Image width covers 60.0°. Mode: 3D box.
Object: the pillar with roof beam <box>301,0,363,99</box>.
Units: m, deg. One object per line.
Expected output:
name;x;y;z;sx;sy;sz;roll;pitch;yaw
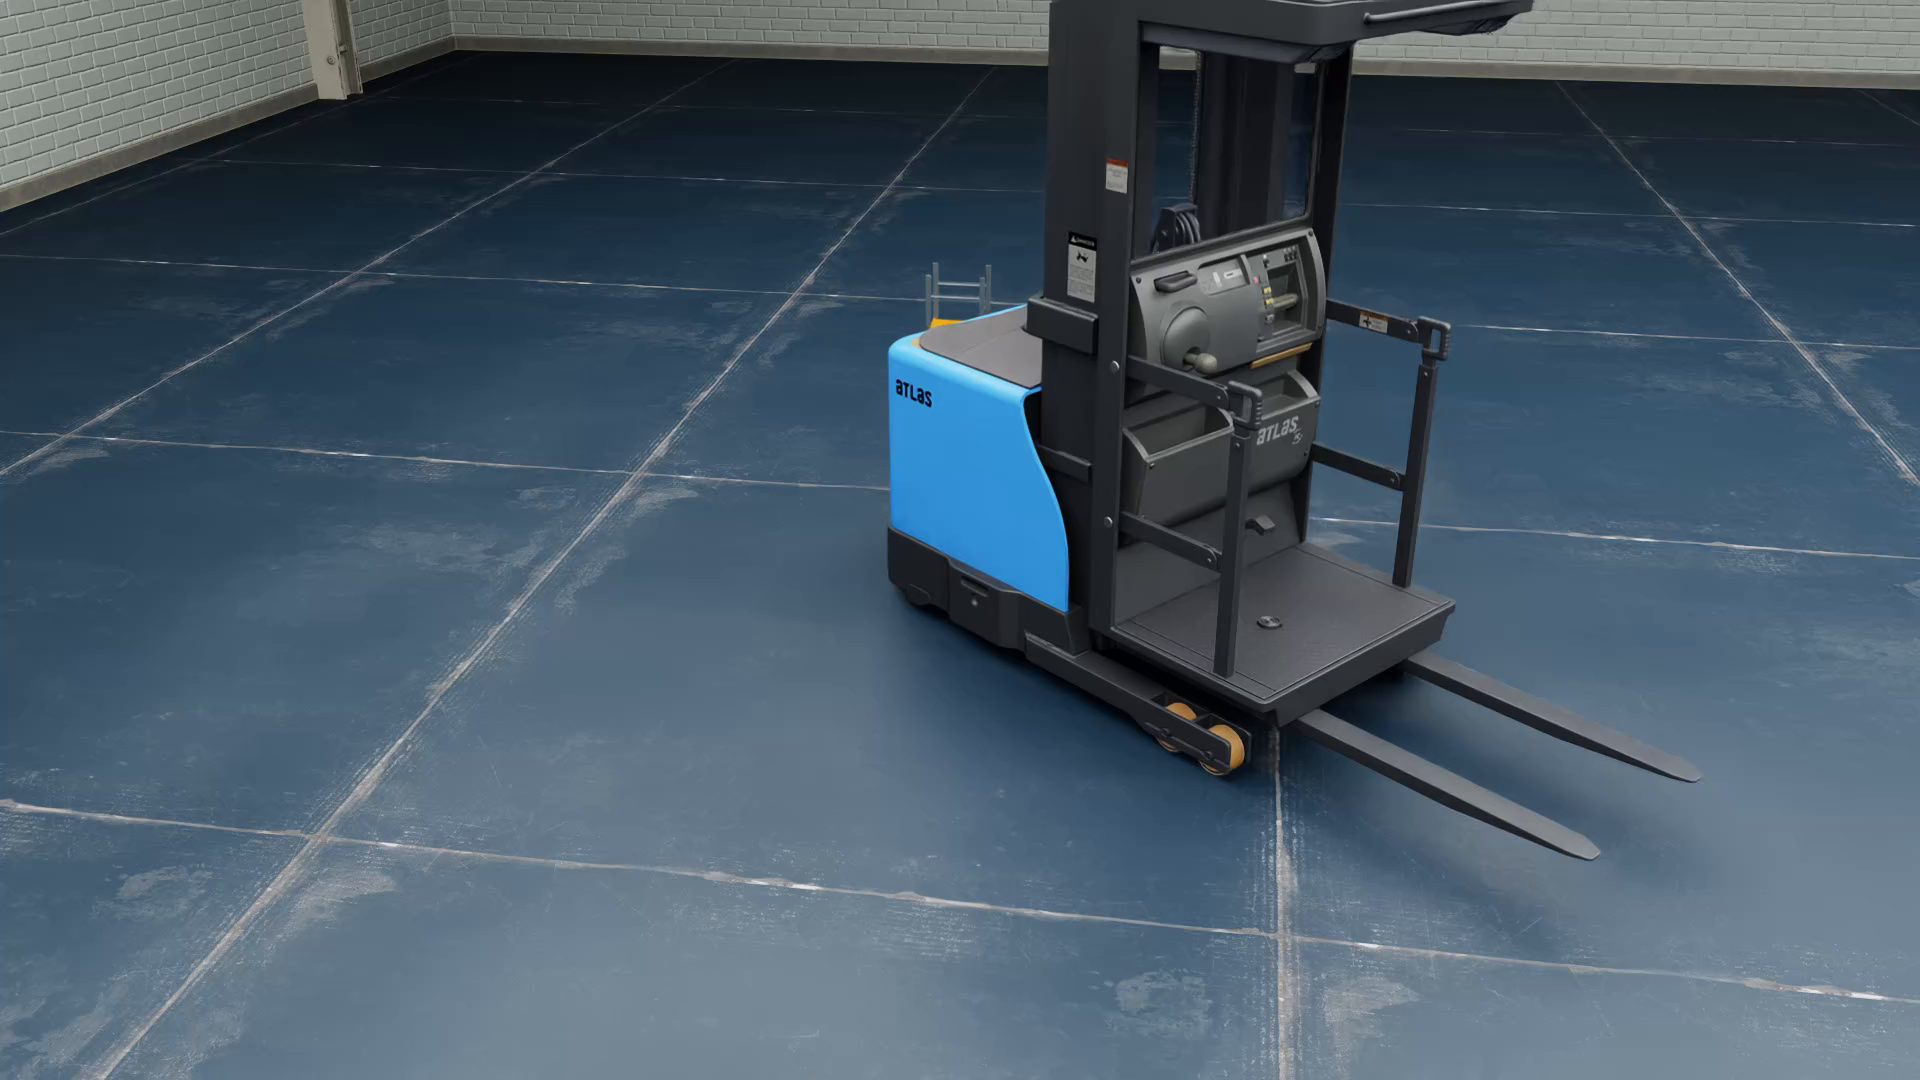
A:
pillar with roof beam;-2.056;-8.296;14.360;9.100;9.000;0.400;4;25;9

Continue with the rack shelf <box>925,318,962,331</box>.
rack shelf;-0.006;-0.840;6.883;0.258;0.103;0.180;4;25;8

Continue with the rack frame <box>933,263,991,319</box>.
rack frame;0.007;-0.592;7.099;0.240;1.200;0.006;4;25;8

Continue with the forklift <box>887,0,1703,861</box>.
forklift;1.059;-0.783;5.466;1.130;2.935;3.031;-20;32;-37

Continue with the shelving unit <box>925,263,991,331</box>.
shelving unit;-0.007;-0.554;7.017;0.258;1.200;0.189;4;25;8

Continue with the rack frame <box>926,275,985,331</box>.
rack frame;-0.021;-0.516;6.935;0.240;1.200;0.006;4;25;8
